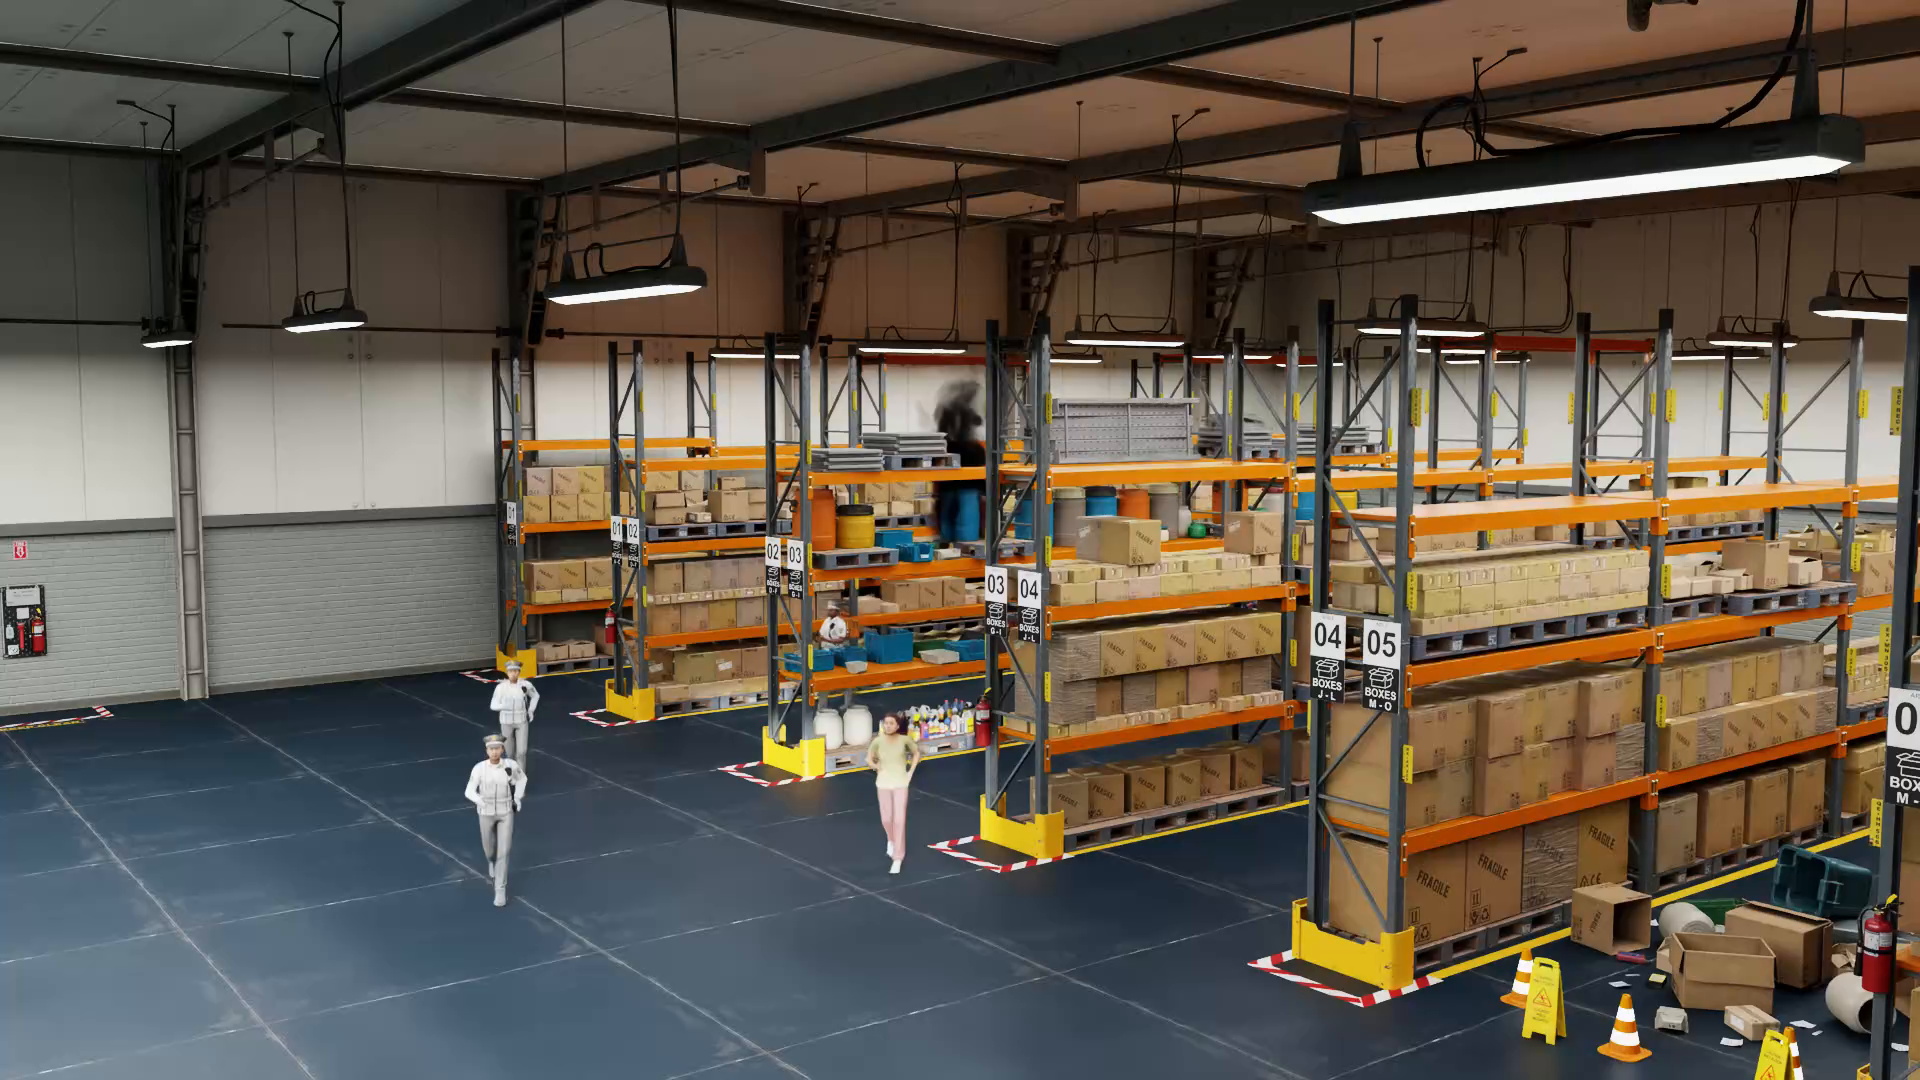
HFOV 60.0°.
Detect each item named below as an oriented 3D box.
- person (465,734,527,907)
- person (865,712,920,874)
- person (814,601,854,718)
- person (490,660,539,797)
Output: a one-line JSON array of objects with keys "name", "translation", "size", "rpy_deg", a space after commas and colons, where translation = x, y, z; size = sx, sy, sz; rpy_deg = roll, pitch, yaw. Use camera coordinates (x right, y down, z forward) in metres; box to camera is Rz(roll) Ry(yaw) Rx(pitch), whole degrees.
[{"name": "person", "translation": [-4.754, 2.819, 17.085], "size": [0.616, 1.693, 0.901], "rpy_deg": [-1, 5, -15]}, {"name": "person", "translation": [-0.741, 2.734, 18.234], "size": [0.602, 1.665, 0.864], "rpy_deg": [0, 5, 0]}, {"name": "person", "translation": [-1.941, 1.811, 25.411], "size": [0.547, 1.776, 0.735], "rpy_deg": [4, 6, 37]}, {"name": "person", "translation": [-5.775, 2.409, 21.584], "size": [0.600, 1.730, 0.785], "rpy_deg": [-1, 5, -10]}]
